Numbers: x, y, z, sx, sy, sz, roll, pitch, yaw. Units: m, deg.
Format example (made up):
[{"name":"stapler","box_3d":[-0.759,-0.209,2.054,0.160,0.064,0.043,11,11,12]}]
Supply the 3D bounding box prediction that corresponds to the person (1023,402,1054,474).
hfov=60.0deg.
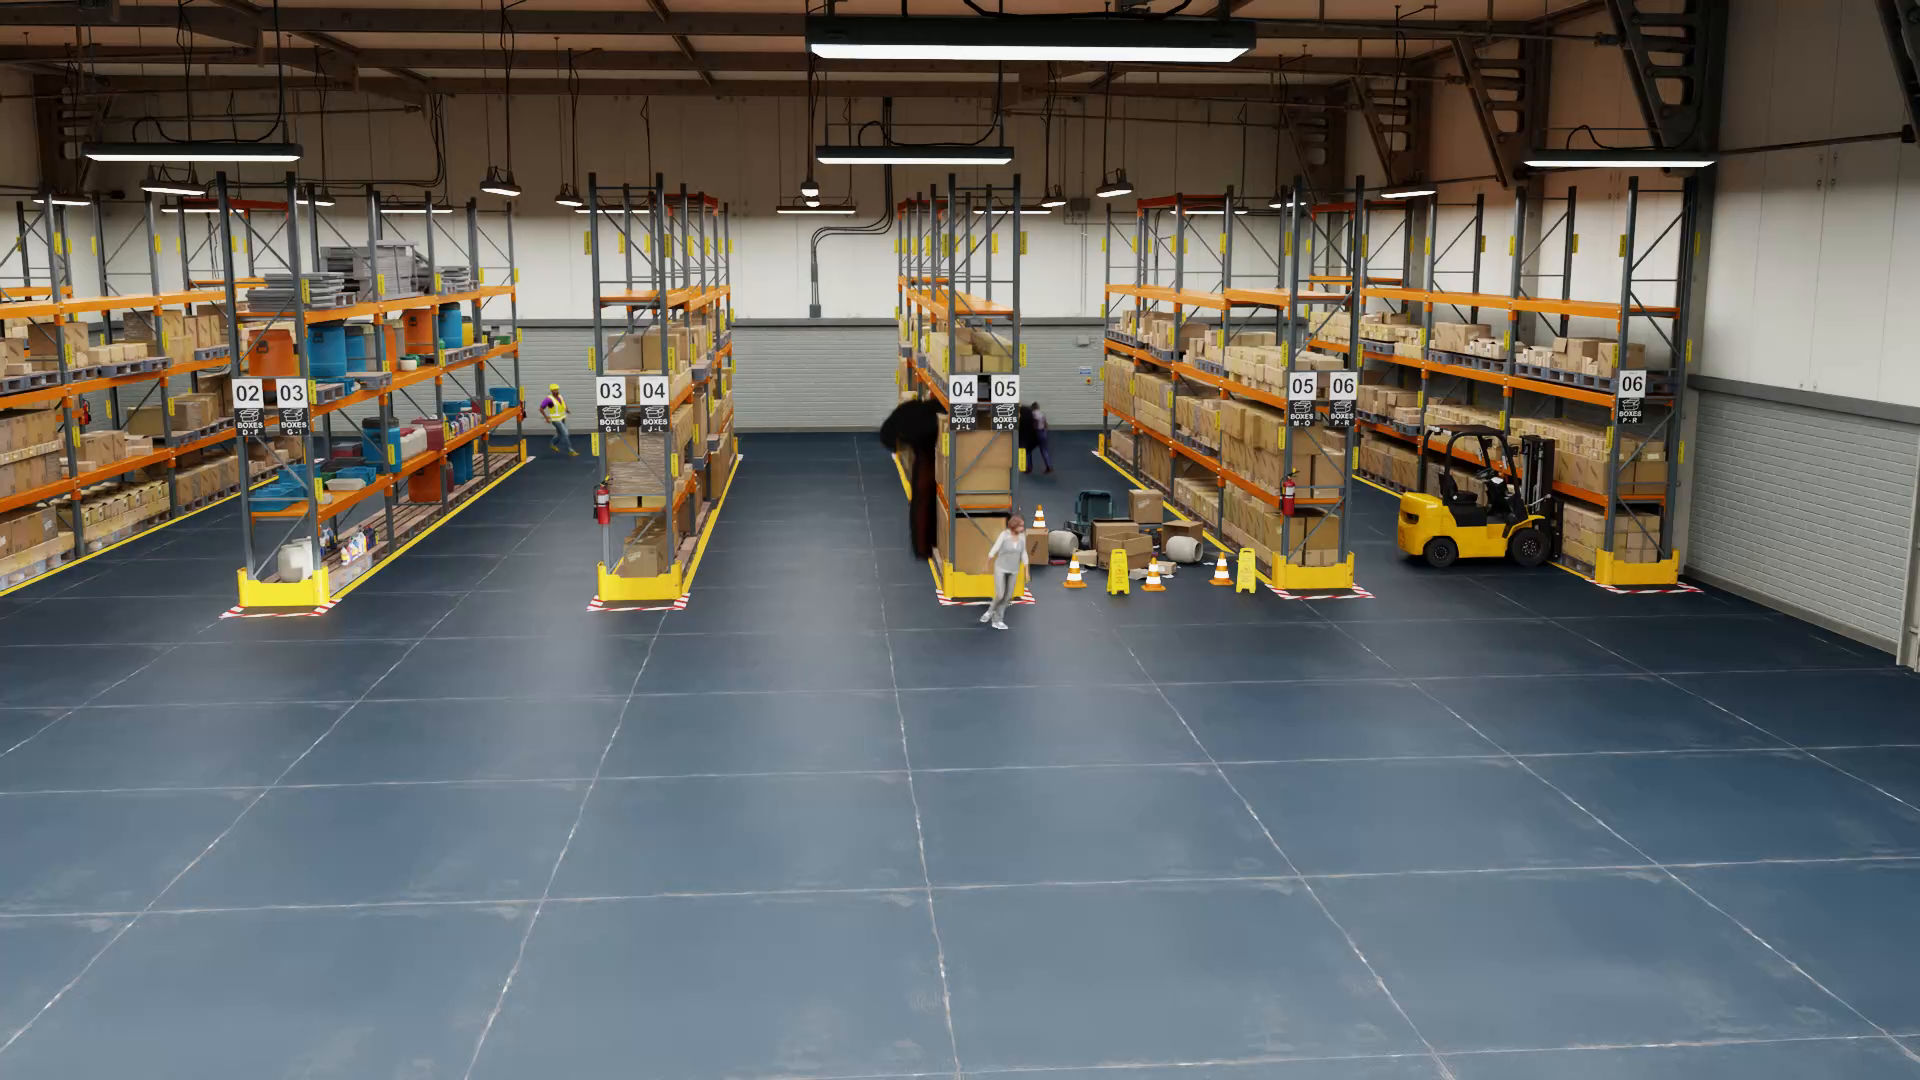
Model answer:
[{"name":"person","box_3d":[1.724,-2.231,36.665,0.608,1.617,0.955,-5,11,-28]}]

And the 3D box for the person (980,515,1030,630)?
[{"name":"person","box_3d":[0.601,0.426,21.875,0.568,1.552,0.539,-5,11,-25]}]

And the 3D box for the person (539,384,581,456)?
[{"name":"person","box_3d":[-9.636,-2.880,39.915,0.970,1.742,0.736,4,11,22]}]
